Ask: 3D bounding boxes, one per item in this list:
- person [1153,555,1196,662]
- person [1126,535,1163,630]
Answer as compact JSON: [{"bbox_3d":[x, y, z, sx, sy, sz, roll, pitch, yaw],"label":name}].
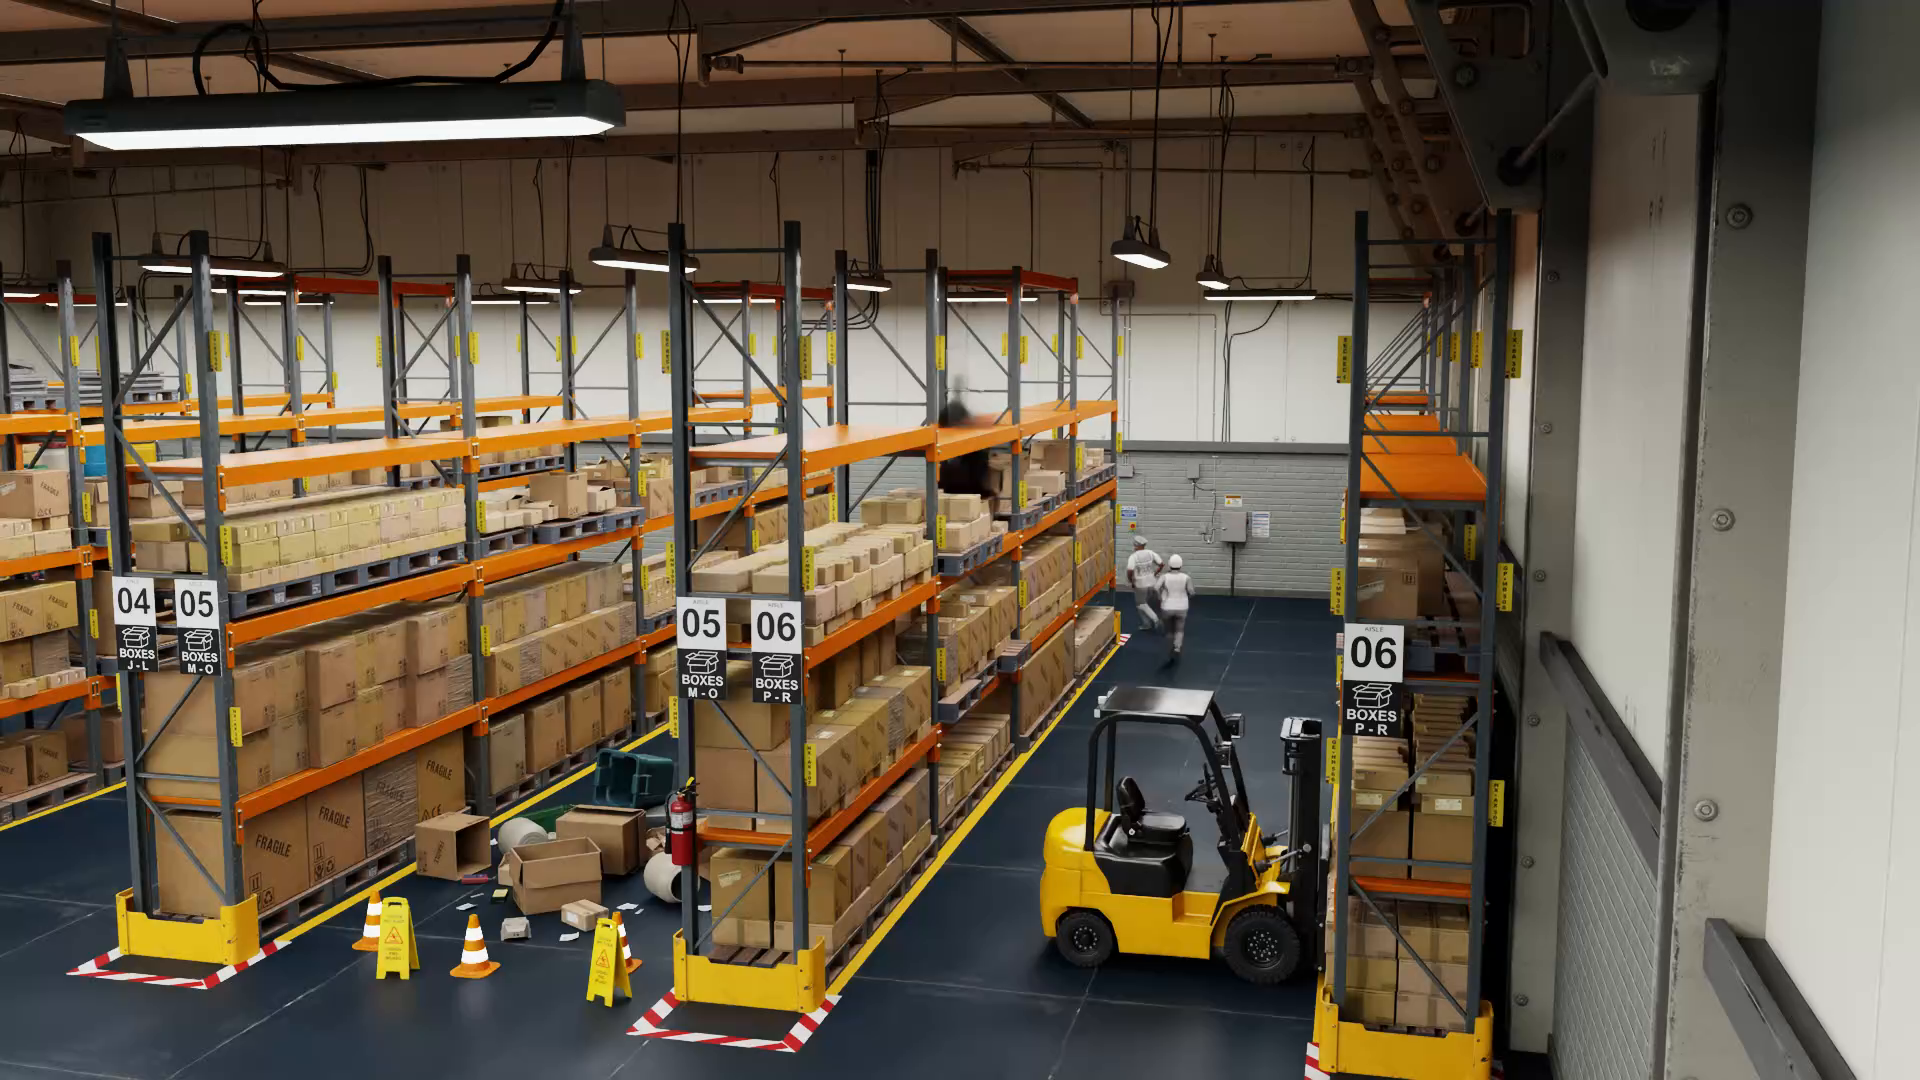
[{"bbox_3d":[3.369,1.112,26.159,0.661,1.777,0.917,1,7,10],"label":"person"},{"bbox_3d":[3.182,0.774,29.132,0.690,1.729,0.659,-4,8,-29],"label":"person"}]
